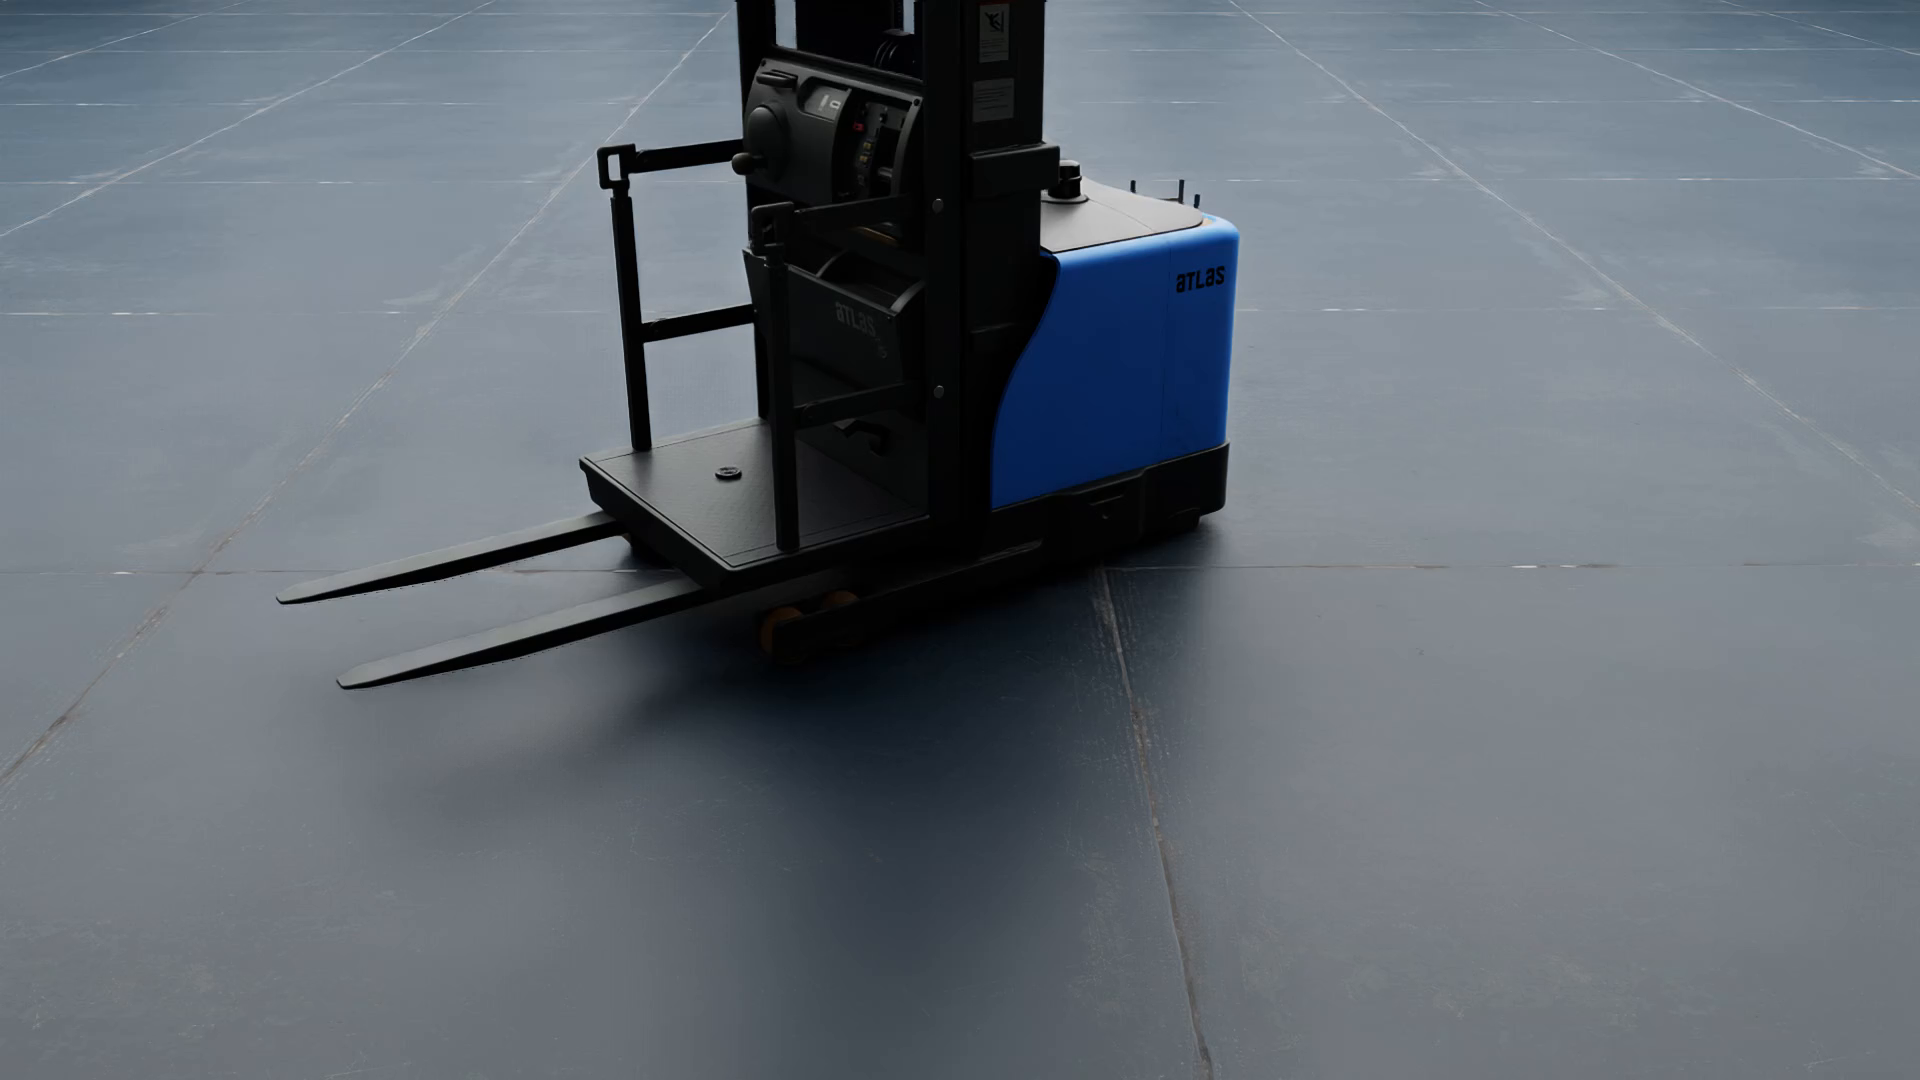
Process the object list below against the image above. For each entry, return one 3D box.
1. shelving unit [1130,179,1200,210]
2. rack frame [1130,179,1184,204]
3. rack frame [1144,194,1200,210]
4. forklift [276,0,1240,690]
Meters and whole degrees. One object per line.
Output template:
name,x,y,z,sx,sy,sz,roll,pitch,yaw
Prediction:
shelving unit,0.739,-0.800,6.241,0.215,1.050,0.252,-2,25,-6
rack frame,0.727,-0.850,6.352,0.200,1.050,0.008,-2,25,-6
rack frame,0.752,-0.749,6.131,0.200,1.050,0.008,-2,25,-6
forklift,-0.564,-1.214,4.877,3.031,2.935,1.130,-16,29,-31
